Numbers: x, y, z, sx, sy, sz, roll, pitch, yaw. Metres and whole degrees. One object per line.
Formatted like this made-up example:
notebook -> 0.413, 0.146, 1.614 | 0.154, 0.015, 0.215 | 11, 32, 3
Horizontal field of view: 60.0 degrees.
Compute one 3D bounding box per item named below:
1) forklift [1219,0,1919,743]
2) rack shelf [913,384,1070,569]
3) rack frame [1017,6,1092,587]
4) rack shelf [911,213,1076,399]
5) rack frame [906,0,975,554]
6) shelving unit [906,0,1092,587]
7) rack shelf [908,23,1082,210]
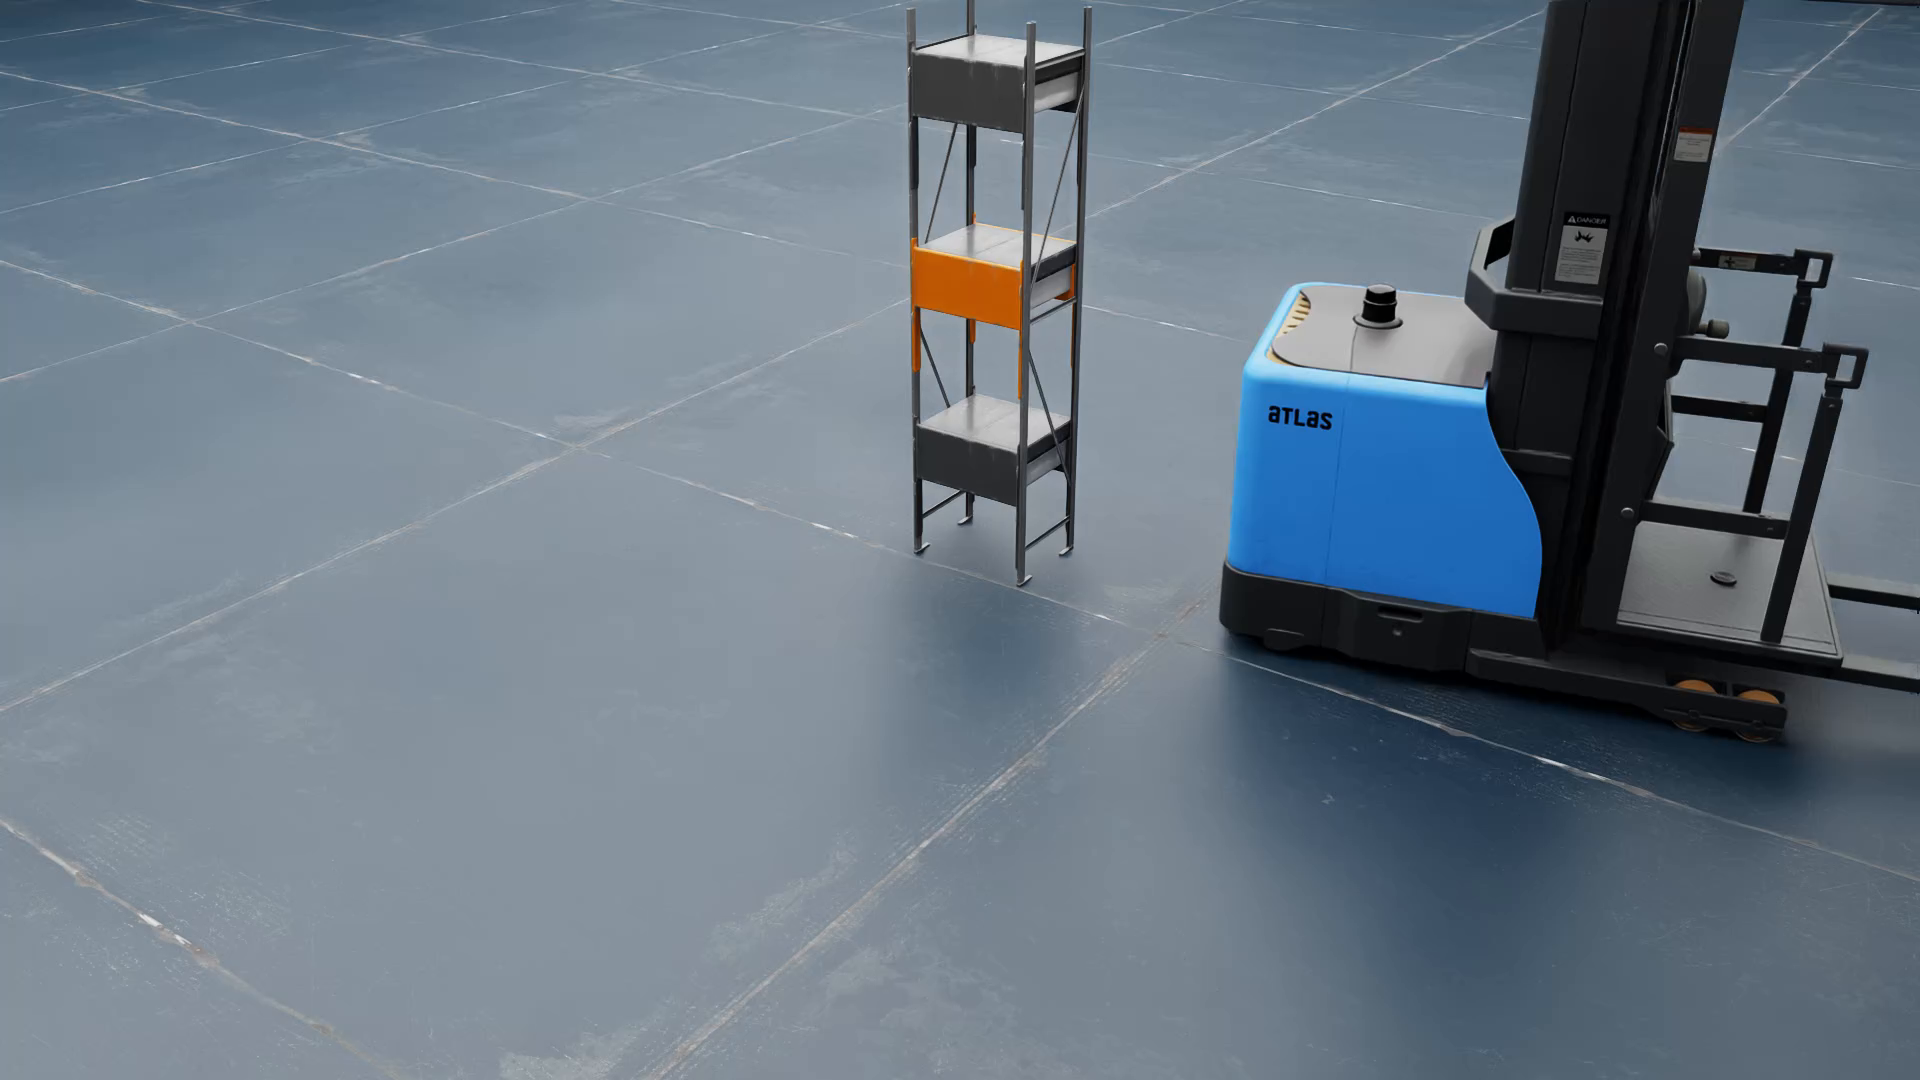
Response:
forklift -> 2.512, -0.916, 5.317 | 3.031, 2.935, 1.130 | 9, 28, 17
rack shelf -> 0.136, -0.257, 6.514 | 0.480, 0.518, 0.431 | 17, 32, 30
rack frame -> 0.338, -0.831, 6.067 | 0.015, 2.100, 0.400 | 17, 32, 30
rack shelf -> 0.136, -0.881, 6.196 | 0.480, 0.518, 0.431 | 17, 32, 30
rack frame -> -0.065, -0.956, 6.313 | 0.015, 2.100, 0.400 | 17, 32, 30
shelving unit -> 0.136, -0.893, 6.190 | 0.503, 2.100, 0.431 | 17, 32, 30
rack shelf -> 0.136, -1.505, 5.879 | 0.480, 0.518, 0.431 | 17, 32, 30
